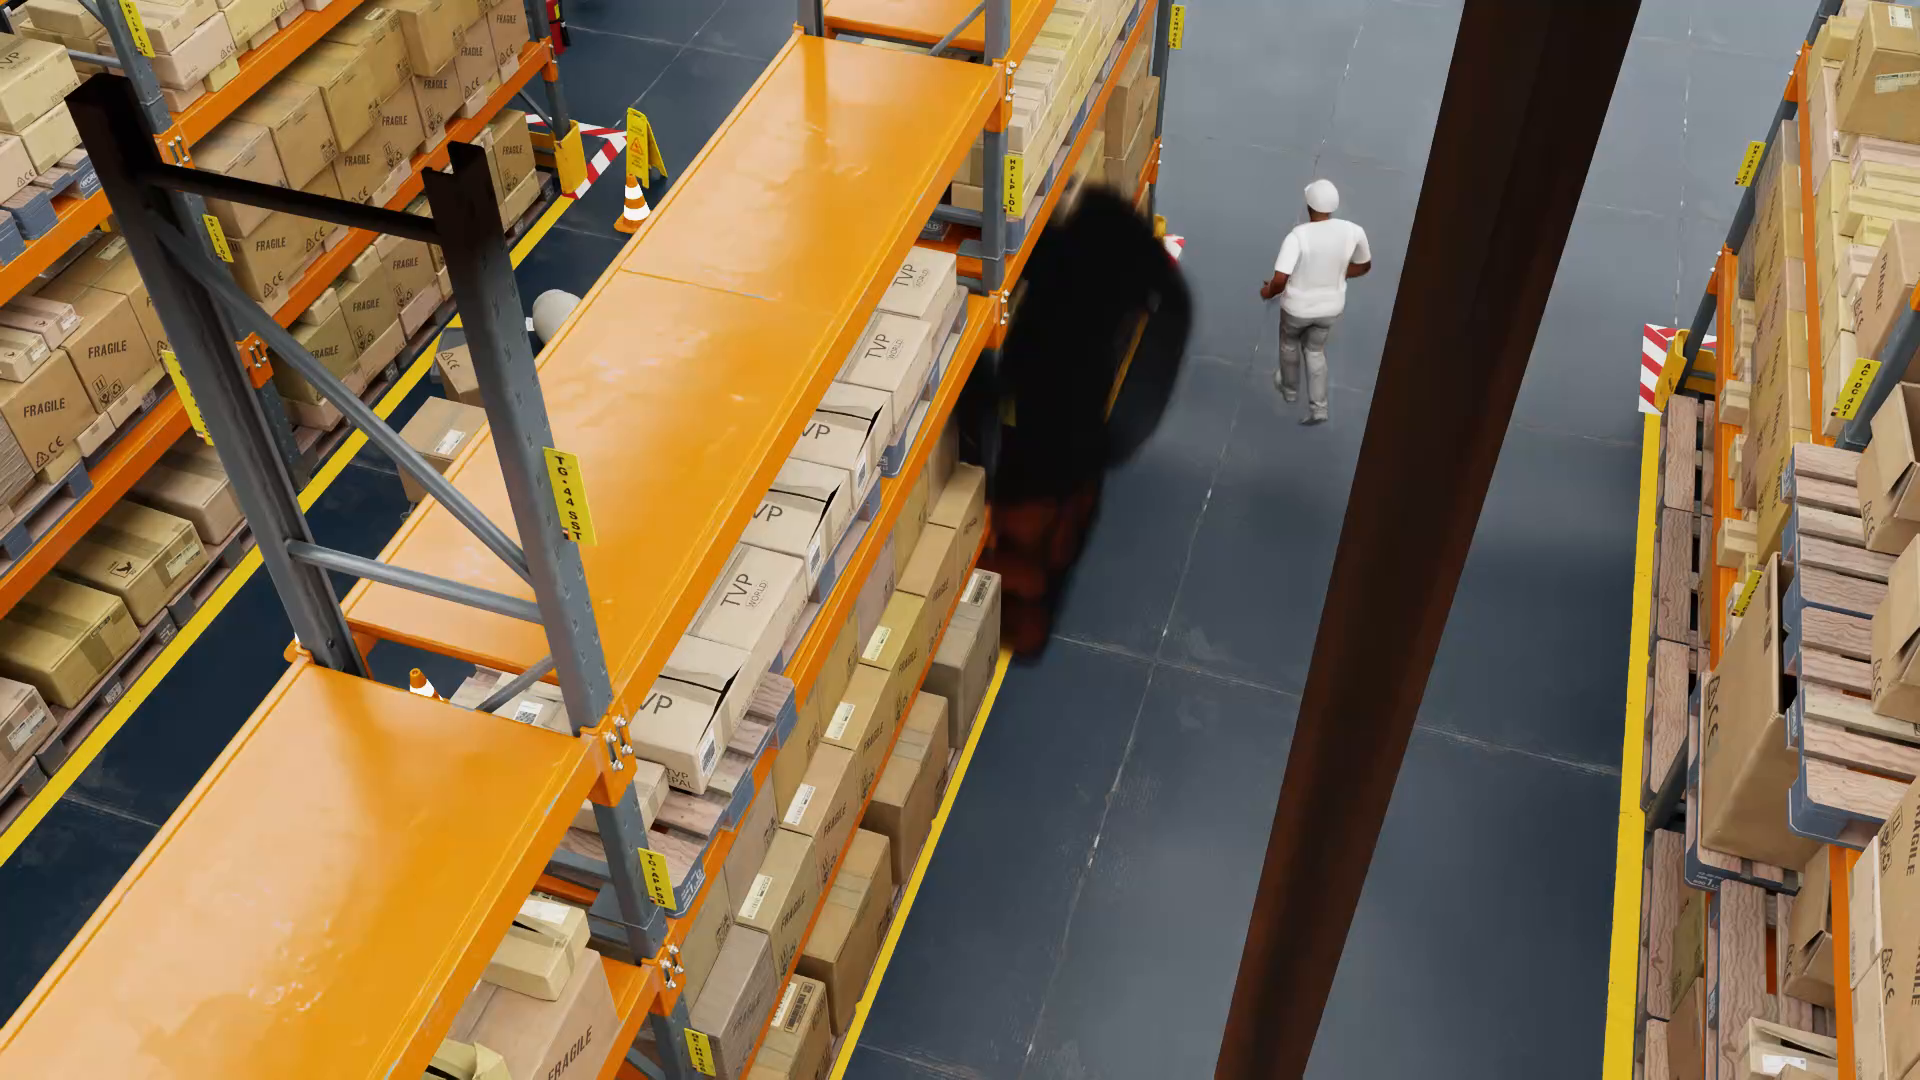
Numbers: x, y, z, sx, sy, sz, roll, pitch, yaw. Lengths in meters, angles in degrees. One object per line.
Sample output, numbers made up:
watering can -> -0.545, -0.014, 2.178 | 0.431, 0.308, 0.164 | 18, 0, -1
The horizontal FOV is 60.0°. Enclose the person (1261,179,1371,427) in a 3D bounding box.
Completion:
person -> 2.362, -1.521, 11.047 | 0.702, 1.753, 0.717 | -6, 46, -6
